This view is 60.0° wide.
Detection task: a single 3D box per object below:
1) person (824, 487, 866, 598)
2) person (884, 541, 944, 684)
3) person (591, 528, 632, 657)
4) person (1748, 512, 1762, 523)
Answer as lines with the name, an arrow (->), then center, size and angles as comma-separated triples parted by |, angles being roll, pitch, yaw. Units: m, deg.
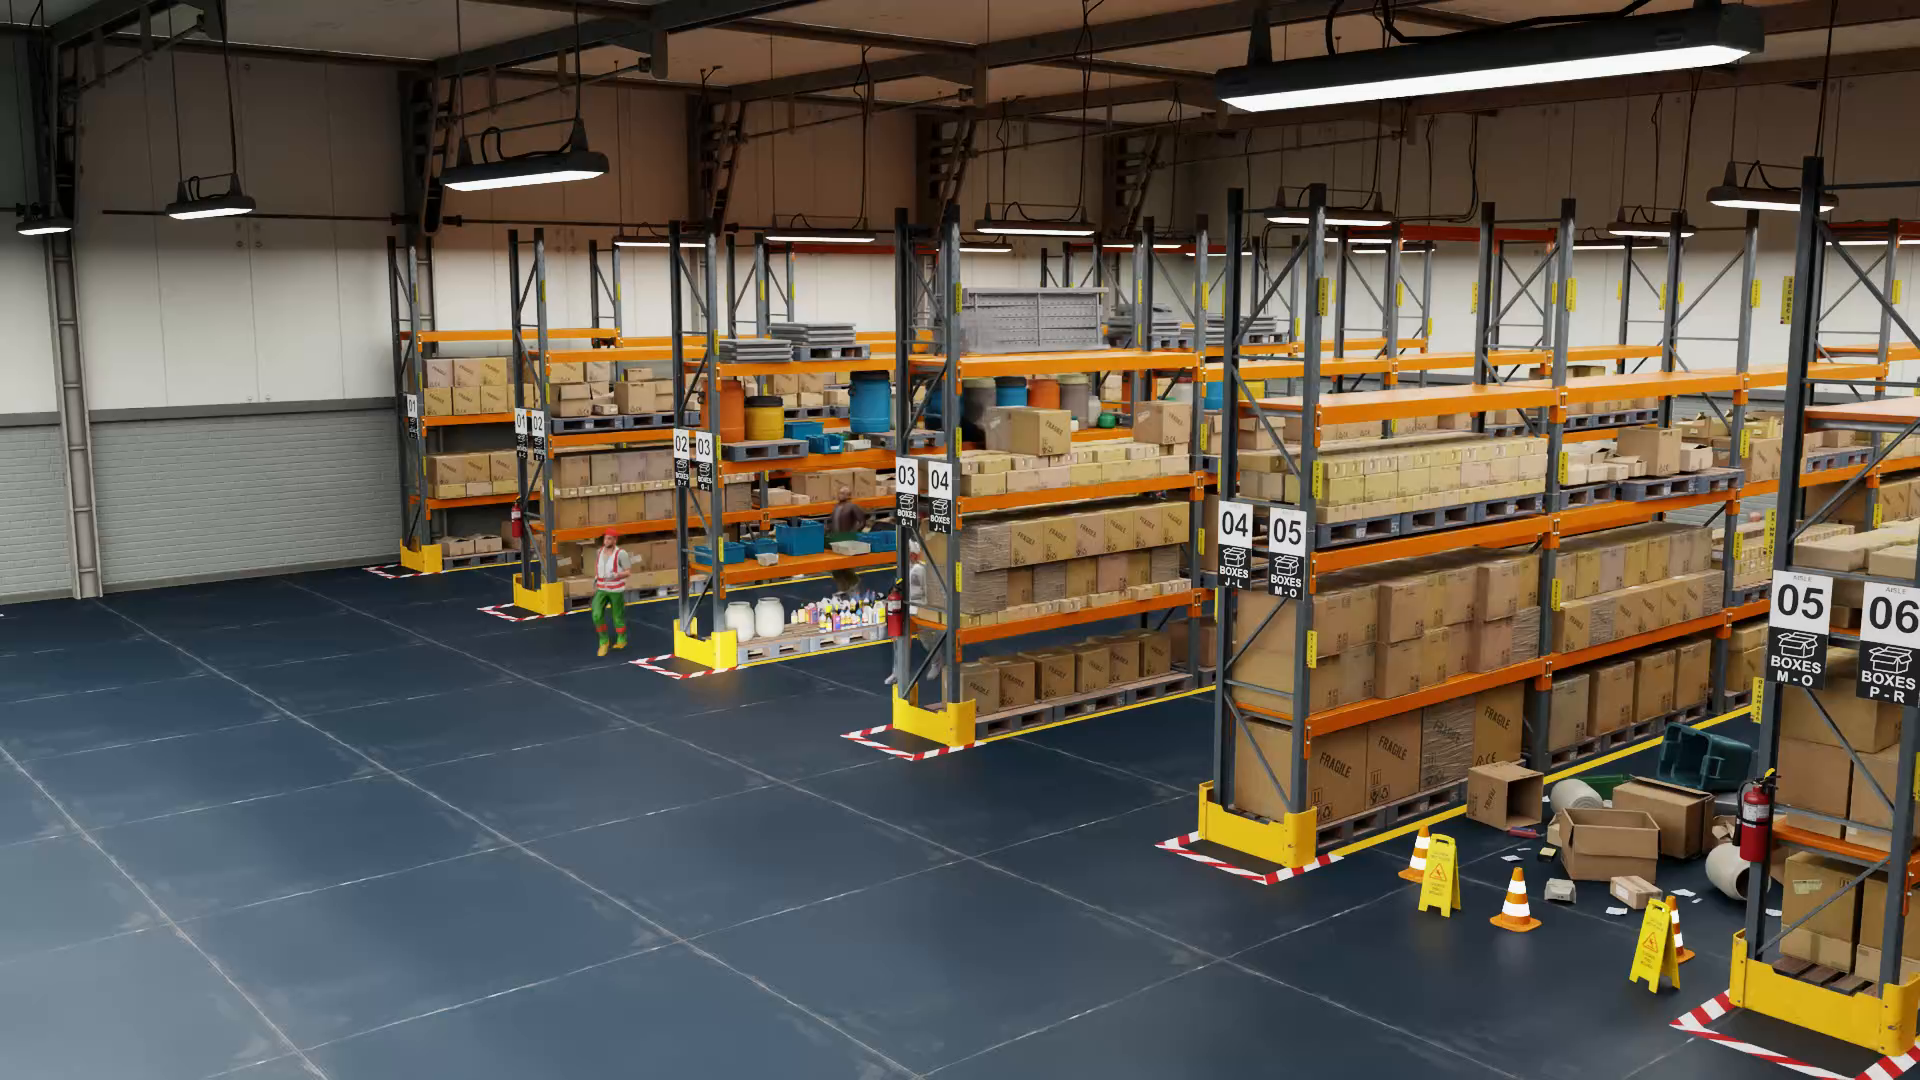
person -> -1.847, 0.047, 25.909 | 0.705, 1.756, 0.616 | 8, 12, 43
person -> -0.572, 0.902, 20.875 | 0.828, 1.806, 0.626 | -7, 11, -36
person -> -4.881, 0.733, 23.211 | 0.632, 1.817, 0.749 | 2, 9, 11
person -> 12.026, 0.489, 25.216 | 0.836, 1.687, 0.672 | -6, 11, -35
